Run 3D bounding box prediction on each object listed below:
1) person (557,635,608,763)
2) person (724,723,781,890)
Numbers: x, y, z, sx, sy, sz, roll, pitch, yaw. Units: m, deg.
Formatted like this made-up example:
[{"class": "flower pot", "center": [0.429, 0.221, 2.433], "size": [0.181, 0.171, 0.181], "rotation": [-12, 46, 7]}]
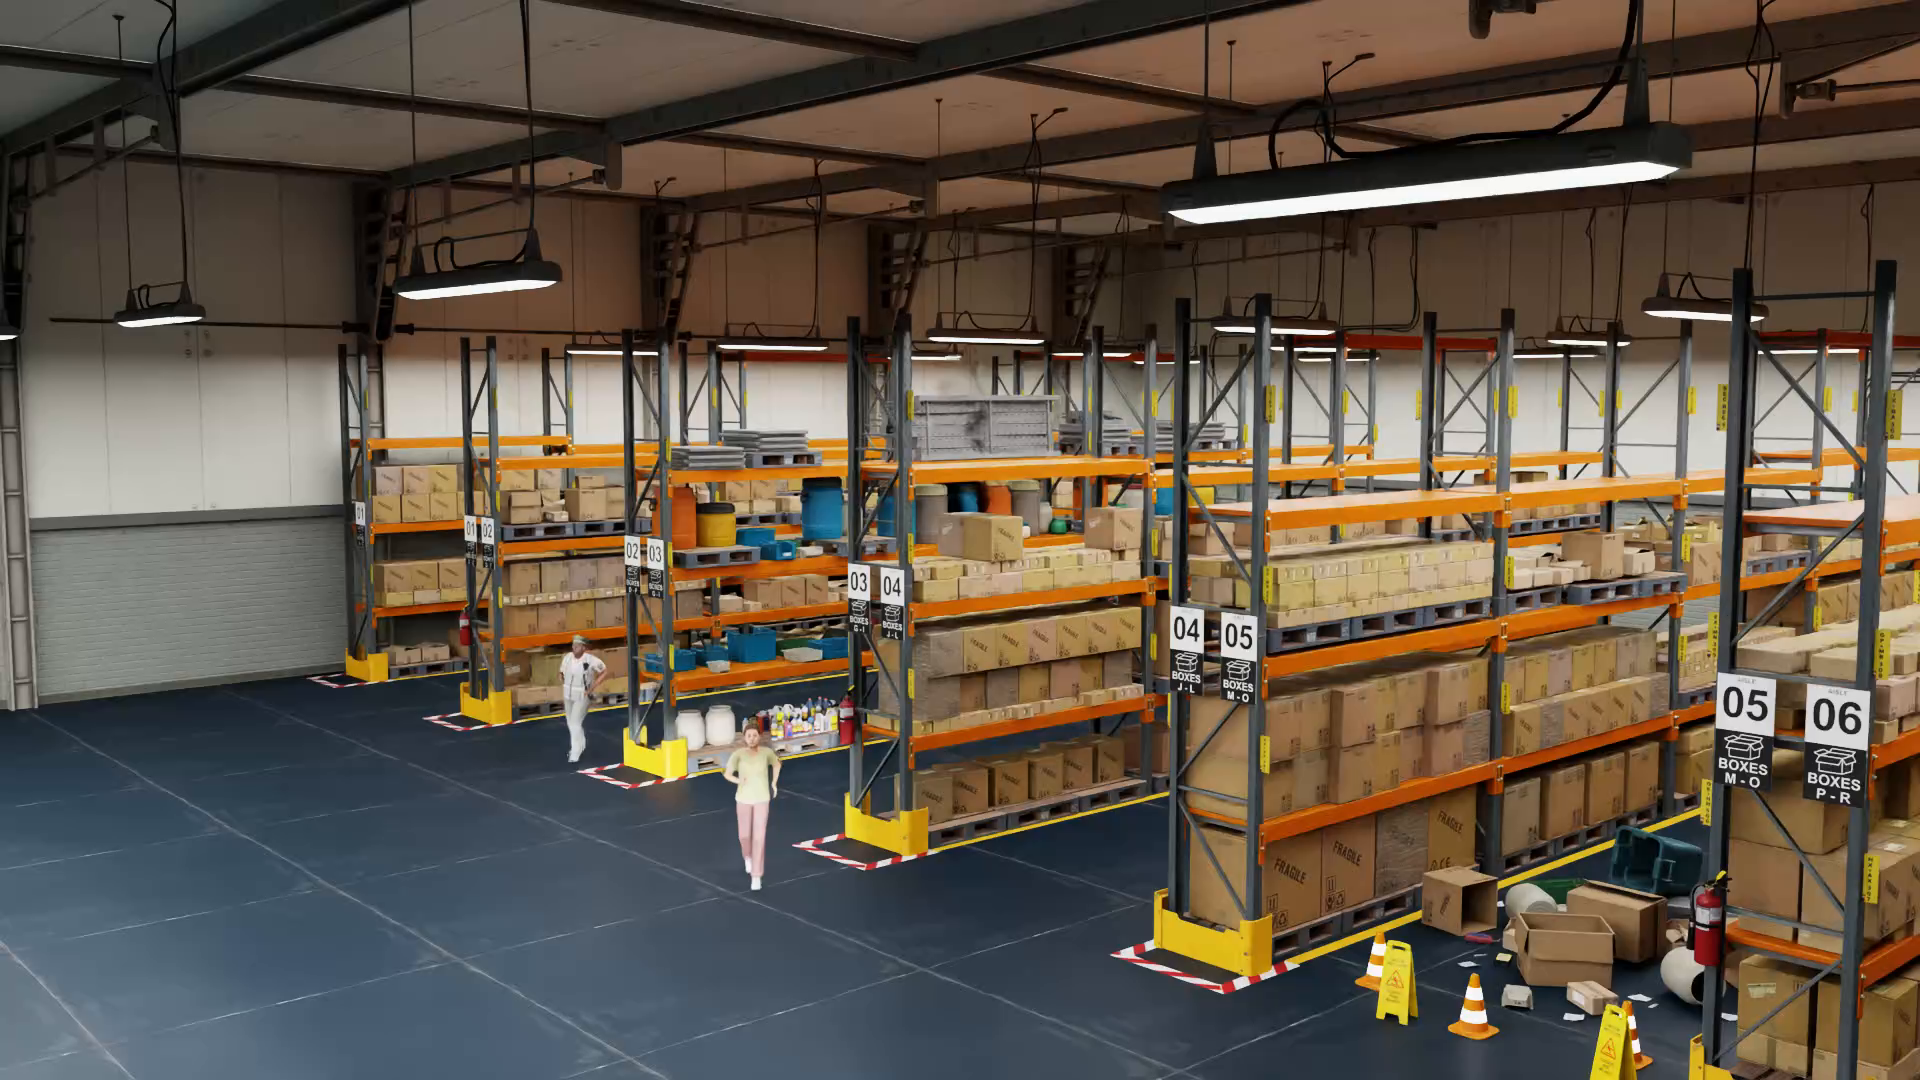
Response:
[{"class": "person", "center": [-5.321, 2.229, 23.238], "size": [0.658, 1.840, 0.747], "rotation": [2, 6, 22]}, {"class": "person", "center": [-2.180, 2.758, 17.456], "size": [0.586, 1.639, 0.884], "rotation": [0, 5, -5]}]
